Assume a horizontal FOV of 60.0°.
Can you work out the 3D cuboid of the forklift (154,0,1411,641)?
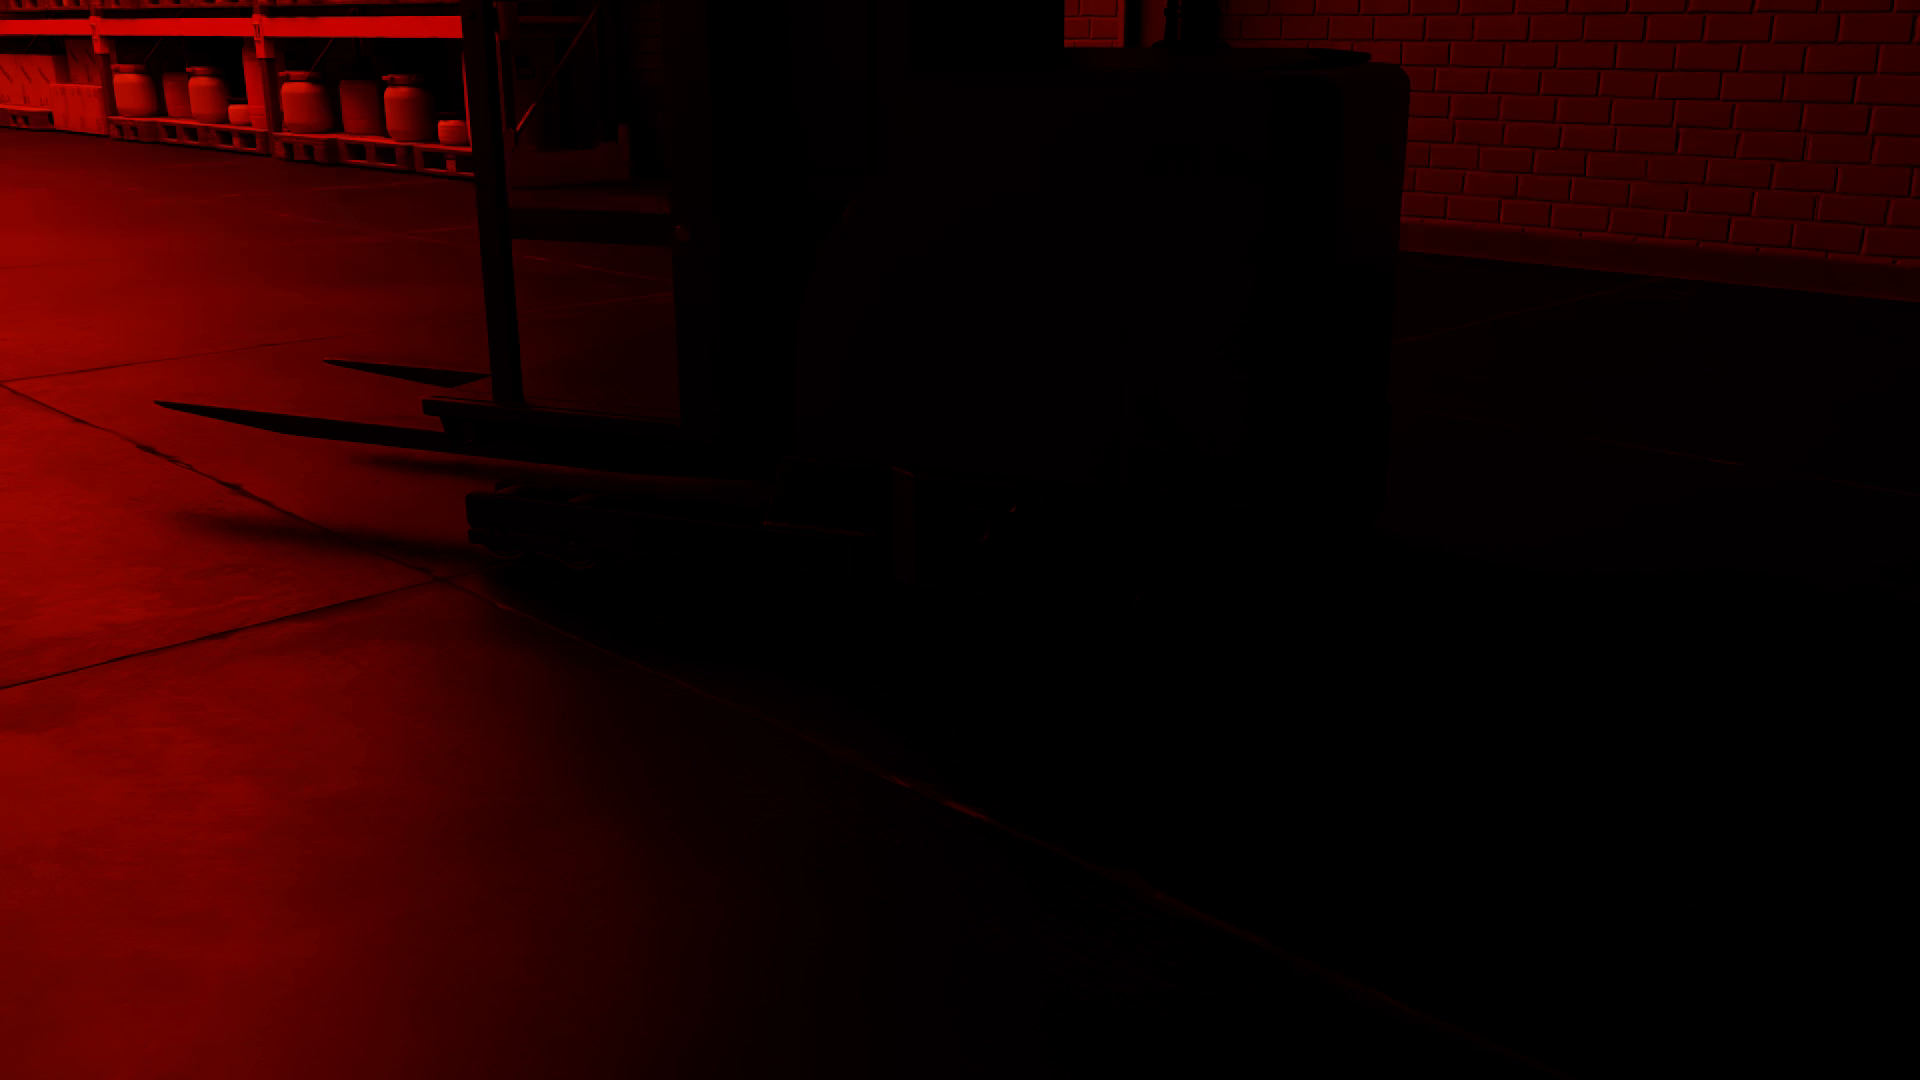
[{"bbox_3d":[-0.563,-1.469,3.684,3.031,2.935,1.130,7,18,21],"label":"forklift"}]
